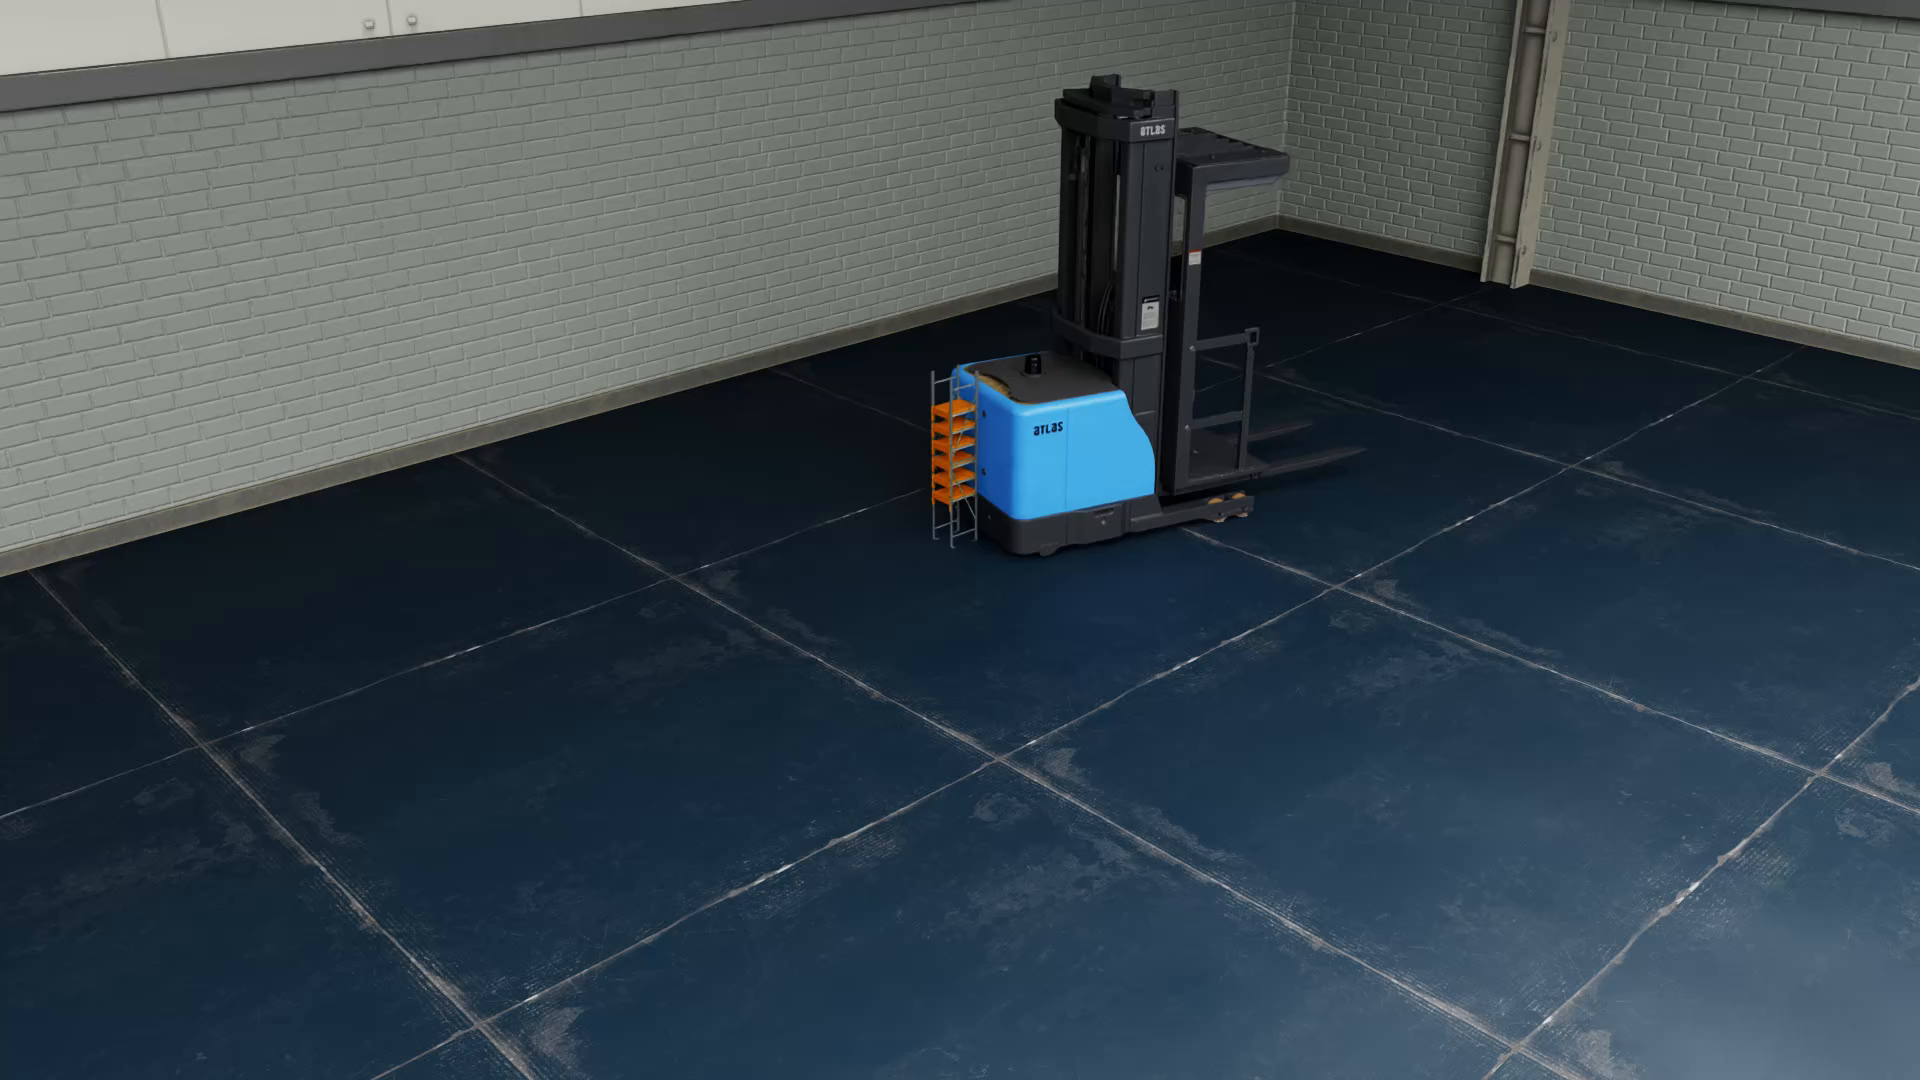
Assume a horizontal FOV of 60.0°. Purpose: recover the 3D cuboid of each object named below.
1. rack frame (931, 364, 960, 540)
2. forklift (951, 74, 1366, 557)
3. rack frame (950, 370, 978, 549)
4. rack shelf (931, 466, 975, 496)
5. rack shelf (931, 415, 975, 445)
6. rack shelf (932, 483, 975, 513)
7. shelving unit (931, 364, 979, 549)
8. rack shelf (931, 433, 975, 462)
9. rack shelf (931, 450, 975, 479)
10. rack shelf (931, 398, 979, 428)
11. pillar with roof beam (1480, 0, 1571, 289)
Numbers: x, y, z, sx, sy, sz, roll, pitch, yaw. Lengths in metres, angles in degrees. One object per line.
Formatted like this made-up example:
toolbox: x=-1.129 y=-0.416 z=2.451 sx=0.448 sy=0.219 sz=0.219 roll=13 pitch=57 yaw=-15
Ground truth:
rack frame: x=-0.094 y=-0.576 z=11.067 sx=0.240 sy=1.200 sz=0.006 roll=-20 pitch=31 yaw=-37
forklift: x=1.477 y=-1.636 z=11.305 sx=3.031 sy=2.935 sz=1.130 roll=-12 pitch=27 yaw=-24
rack frame: x=0.026 y=-0.519 z=10.941 sx=0.240 sy=1.200 sz=0.006 roll=-20 pitch=31 yaw=-37
rack shelf: x=-0.034 y=-0.398 z=11.072 sx=0.258 sy=0.103 sz=0.180 roll=-20 pitch=31 yaw=-37
rack shelf: x=-0.034 y=-0.725 z=10.923 sx=0.258 sy=0.103 sz=0.180 roll=-20 pitch=31 yaw=-37
rack shelf: x=-0.034 y=-0.289 z=11.122 sx=0.258 sy=0.103 sz=0.180 roll=-20 pitch=31 yaw=-37
shelving unit: x=-0.034 y=-0.547 z=11.004 sx=0.258 sy=1.200 sz=0.189 roll=-20 pitch=31 yaw=-37
rack shelf: x=-0.034 y=-0.616 z=10.973 sx=0.258 sy=0.103 sz=0.180 roll=-20 pitch=31 yaw=-37
rack shelf: x=-0.034 y=-0.507 z=11.023 sx=0.258 sy=0.103 sz=0.180 roll=-20 pitch=31 yaw=-37
rack shelf: x=-0.034 y=-0.834 z=10.873 sx=0.258 sy=0.103 sz=0.180 roll=-20 pitch=31 yaw=-37
pillar with roof beam: x=2.442 y=-5.519 z=12.505 sx=9.100 sy=9.000 sz=0.400 roll=-21 pitch=32 yaw=-38
